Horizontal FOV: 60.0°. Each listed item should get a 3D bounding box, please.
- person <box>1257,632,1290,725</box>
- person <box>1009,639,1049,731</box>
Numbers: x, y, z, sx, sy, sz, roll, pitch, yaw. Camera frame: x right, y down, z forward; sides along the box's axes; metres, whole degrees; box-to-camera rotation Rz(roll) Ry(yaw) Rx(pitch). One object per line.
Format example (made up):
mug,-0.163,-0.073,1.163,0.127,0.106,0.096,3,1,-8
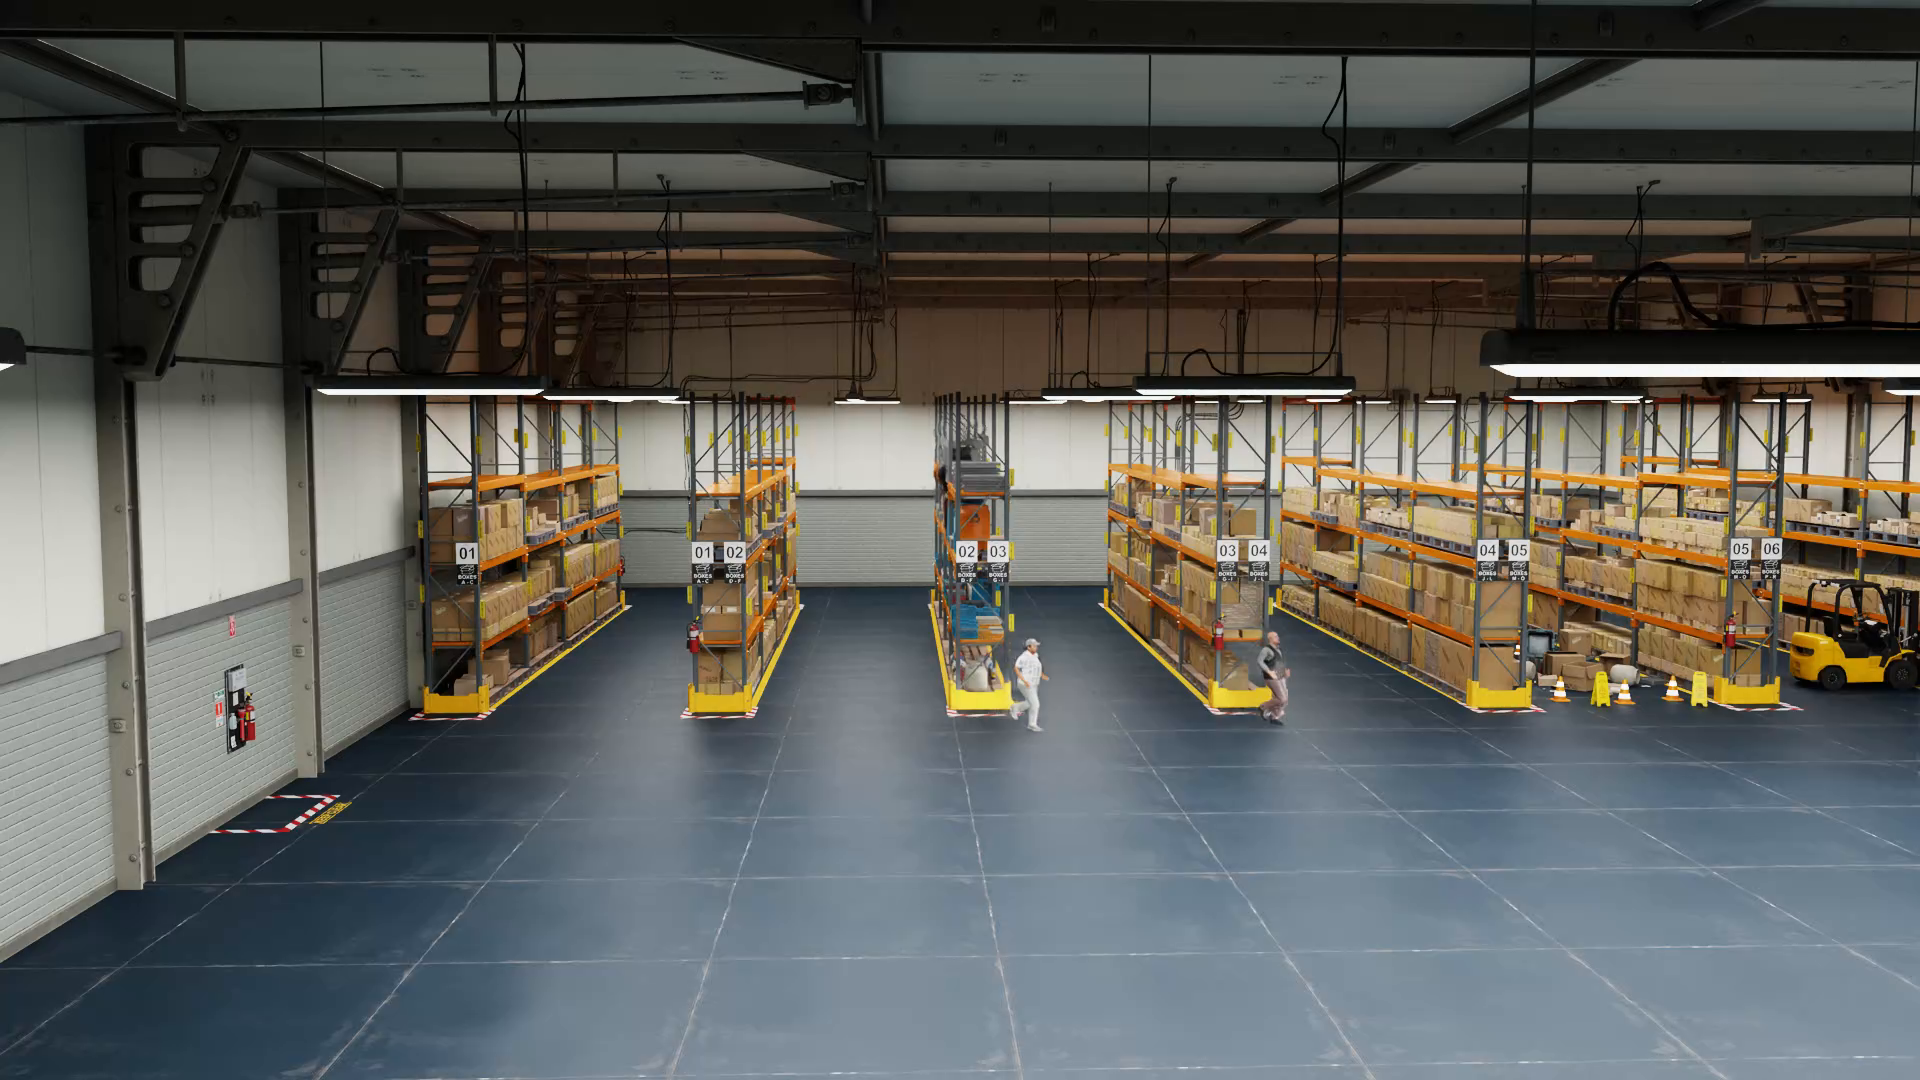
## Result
person,5.654,2.497,29.957,0.538,1.687,0.672,4,6,38
person,1.158,2.556,29.562,0.742,1.634,0.591,3,5,32
